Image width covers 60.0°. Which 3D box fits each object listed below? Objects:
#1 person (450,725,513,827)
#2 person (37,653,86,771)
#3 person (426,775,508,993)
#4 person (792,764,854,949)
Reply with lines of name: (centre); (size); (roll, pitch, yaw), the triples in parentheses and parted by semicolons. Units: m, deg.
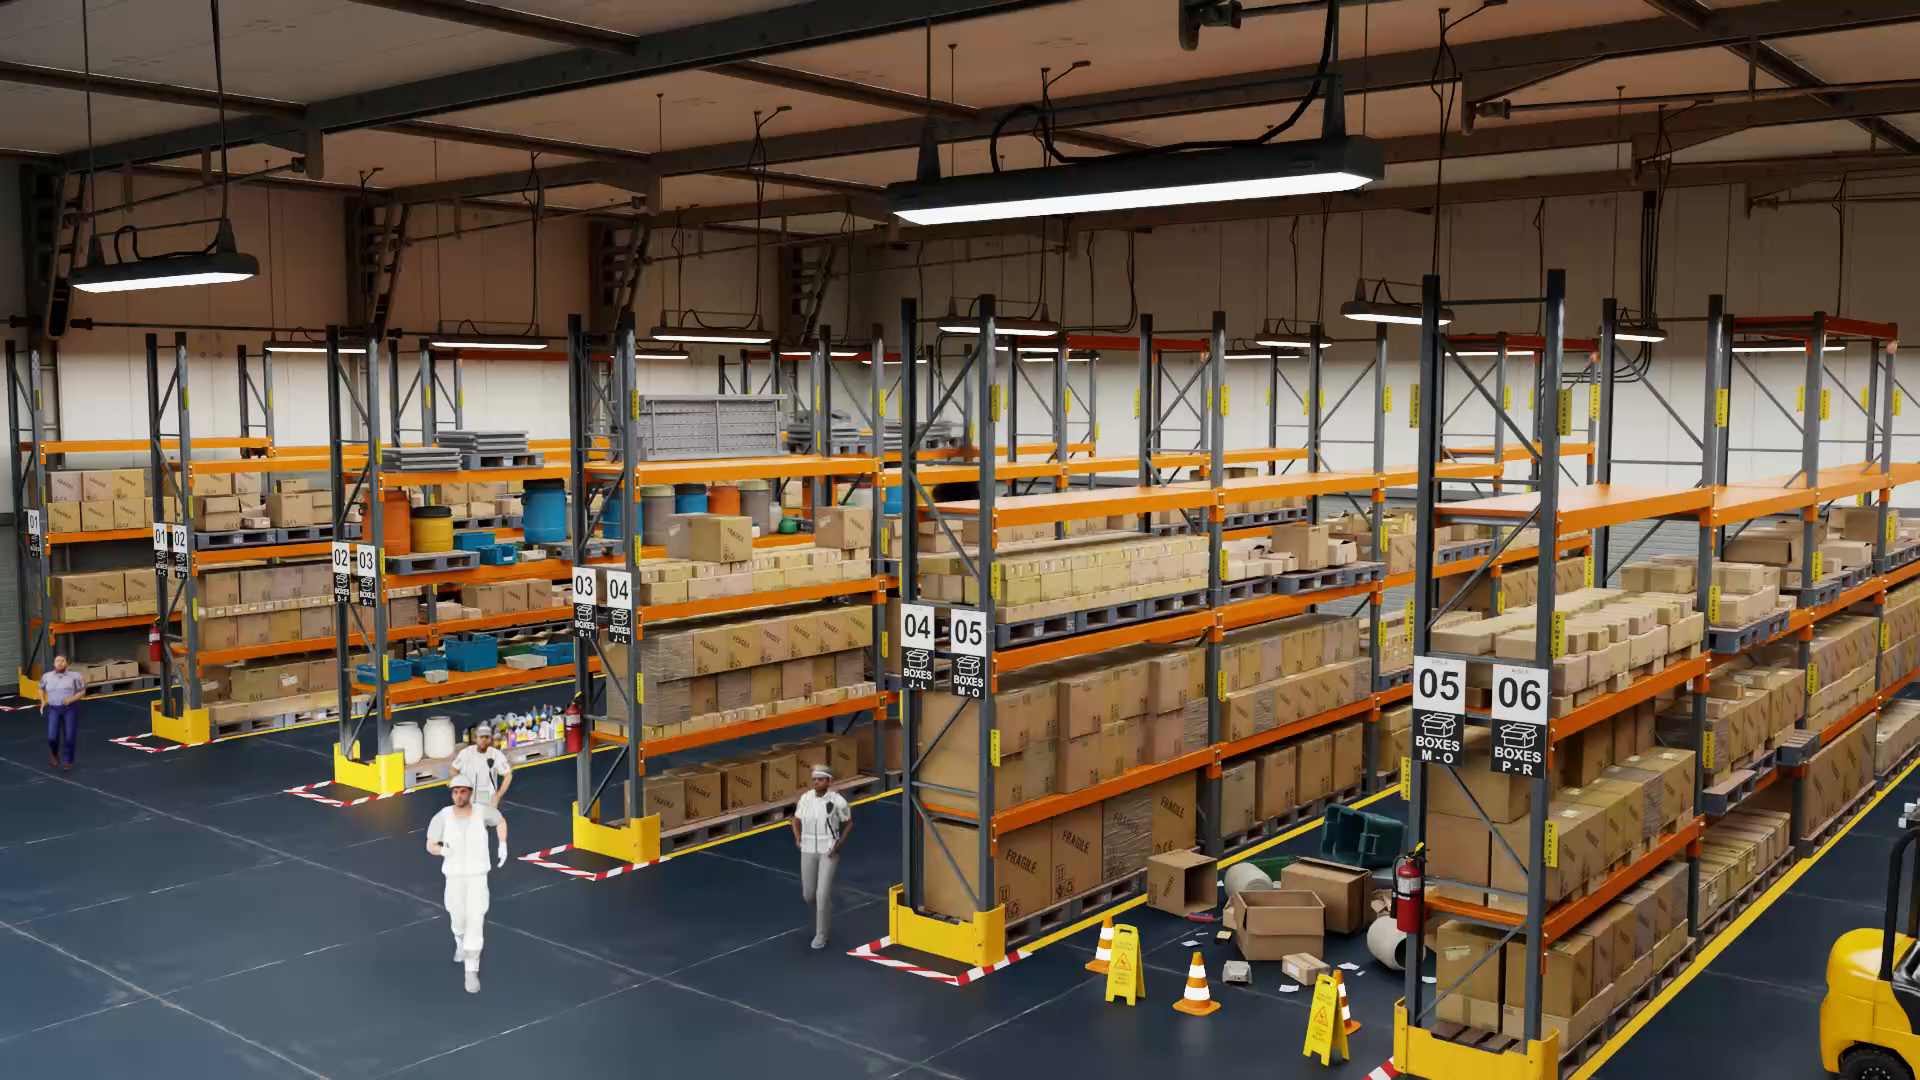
person: (-5.127, 2.768, 17.775); (0.679, 1.611, 0.559); (-1, 5, -10)
person: (-12.147, 2.343, 22.485); (0.592, 1.609, 0.548); (-2, 6, -24)
person: (-4.332, 2.947, 14.597); (0.670, 1.775, 0.992); (-1, 5, -10)
person: (-1.309, 2.933, 15.691); (0.593, 1.684, 0.674); (1, 5, 13)
